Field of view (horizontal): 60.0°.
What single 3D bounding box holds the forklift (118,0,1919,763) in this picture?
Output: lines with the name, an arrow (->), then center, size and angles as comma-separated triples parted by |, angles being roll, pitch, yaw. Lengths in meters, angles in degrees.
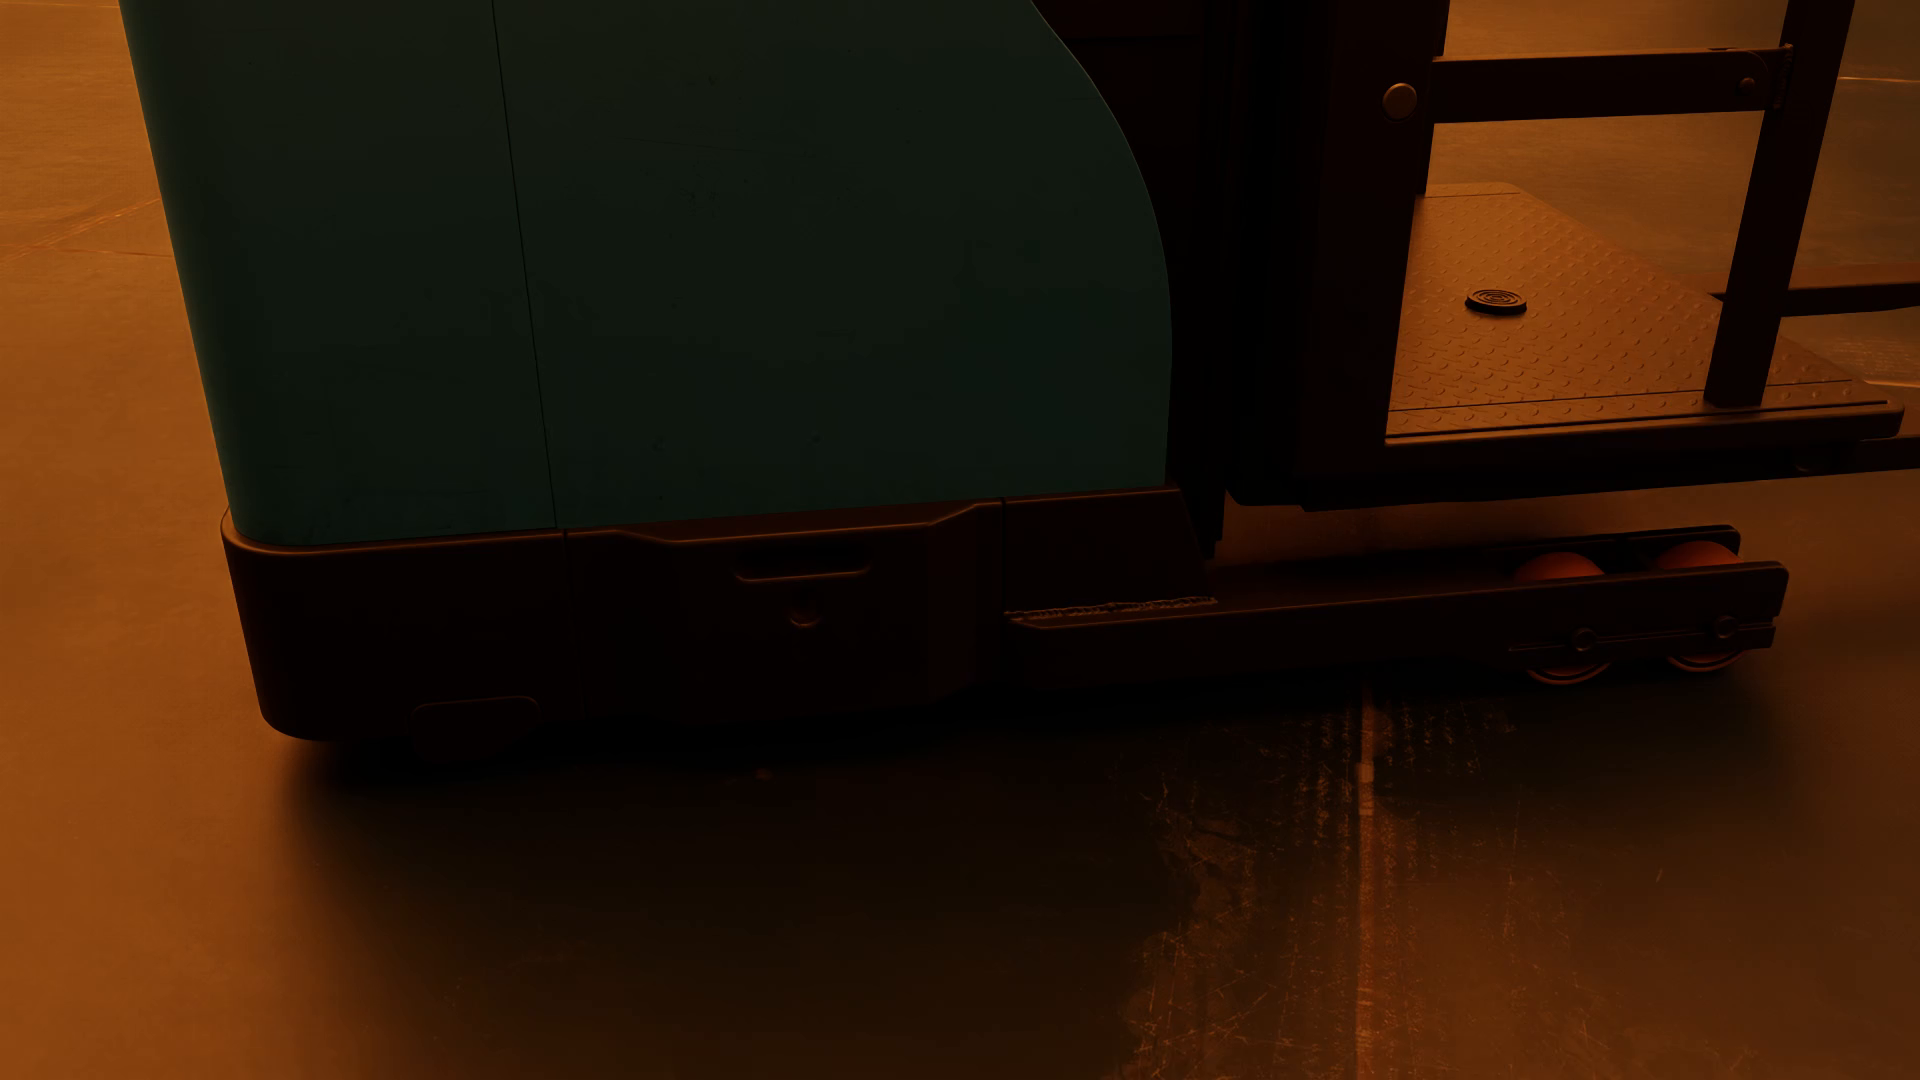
forklift -> 0.600, -1.354, 1.930 | 3.031, 2.935, 1.130 | -4, 27, -9
